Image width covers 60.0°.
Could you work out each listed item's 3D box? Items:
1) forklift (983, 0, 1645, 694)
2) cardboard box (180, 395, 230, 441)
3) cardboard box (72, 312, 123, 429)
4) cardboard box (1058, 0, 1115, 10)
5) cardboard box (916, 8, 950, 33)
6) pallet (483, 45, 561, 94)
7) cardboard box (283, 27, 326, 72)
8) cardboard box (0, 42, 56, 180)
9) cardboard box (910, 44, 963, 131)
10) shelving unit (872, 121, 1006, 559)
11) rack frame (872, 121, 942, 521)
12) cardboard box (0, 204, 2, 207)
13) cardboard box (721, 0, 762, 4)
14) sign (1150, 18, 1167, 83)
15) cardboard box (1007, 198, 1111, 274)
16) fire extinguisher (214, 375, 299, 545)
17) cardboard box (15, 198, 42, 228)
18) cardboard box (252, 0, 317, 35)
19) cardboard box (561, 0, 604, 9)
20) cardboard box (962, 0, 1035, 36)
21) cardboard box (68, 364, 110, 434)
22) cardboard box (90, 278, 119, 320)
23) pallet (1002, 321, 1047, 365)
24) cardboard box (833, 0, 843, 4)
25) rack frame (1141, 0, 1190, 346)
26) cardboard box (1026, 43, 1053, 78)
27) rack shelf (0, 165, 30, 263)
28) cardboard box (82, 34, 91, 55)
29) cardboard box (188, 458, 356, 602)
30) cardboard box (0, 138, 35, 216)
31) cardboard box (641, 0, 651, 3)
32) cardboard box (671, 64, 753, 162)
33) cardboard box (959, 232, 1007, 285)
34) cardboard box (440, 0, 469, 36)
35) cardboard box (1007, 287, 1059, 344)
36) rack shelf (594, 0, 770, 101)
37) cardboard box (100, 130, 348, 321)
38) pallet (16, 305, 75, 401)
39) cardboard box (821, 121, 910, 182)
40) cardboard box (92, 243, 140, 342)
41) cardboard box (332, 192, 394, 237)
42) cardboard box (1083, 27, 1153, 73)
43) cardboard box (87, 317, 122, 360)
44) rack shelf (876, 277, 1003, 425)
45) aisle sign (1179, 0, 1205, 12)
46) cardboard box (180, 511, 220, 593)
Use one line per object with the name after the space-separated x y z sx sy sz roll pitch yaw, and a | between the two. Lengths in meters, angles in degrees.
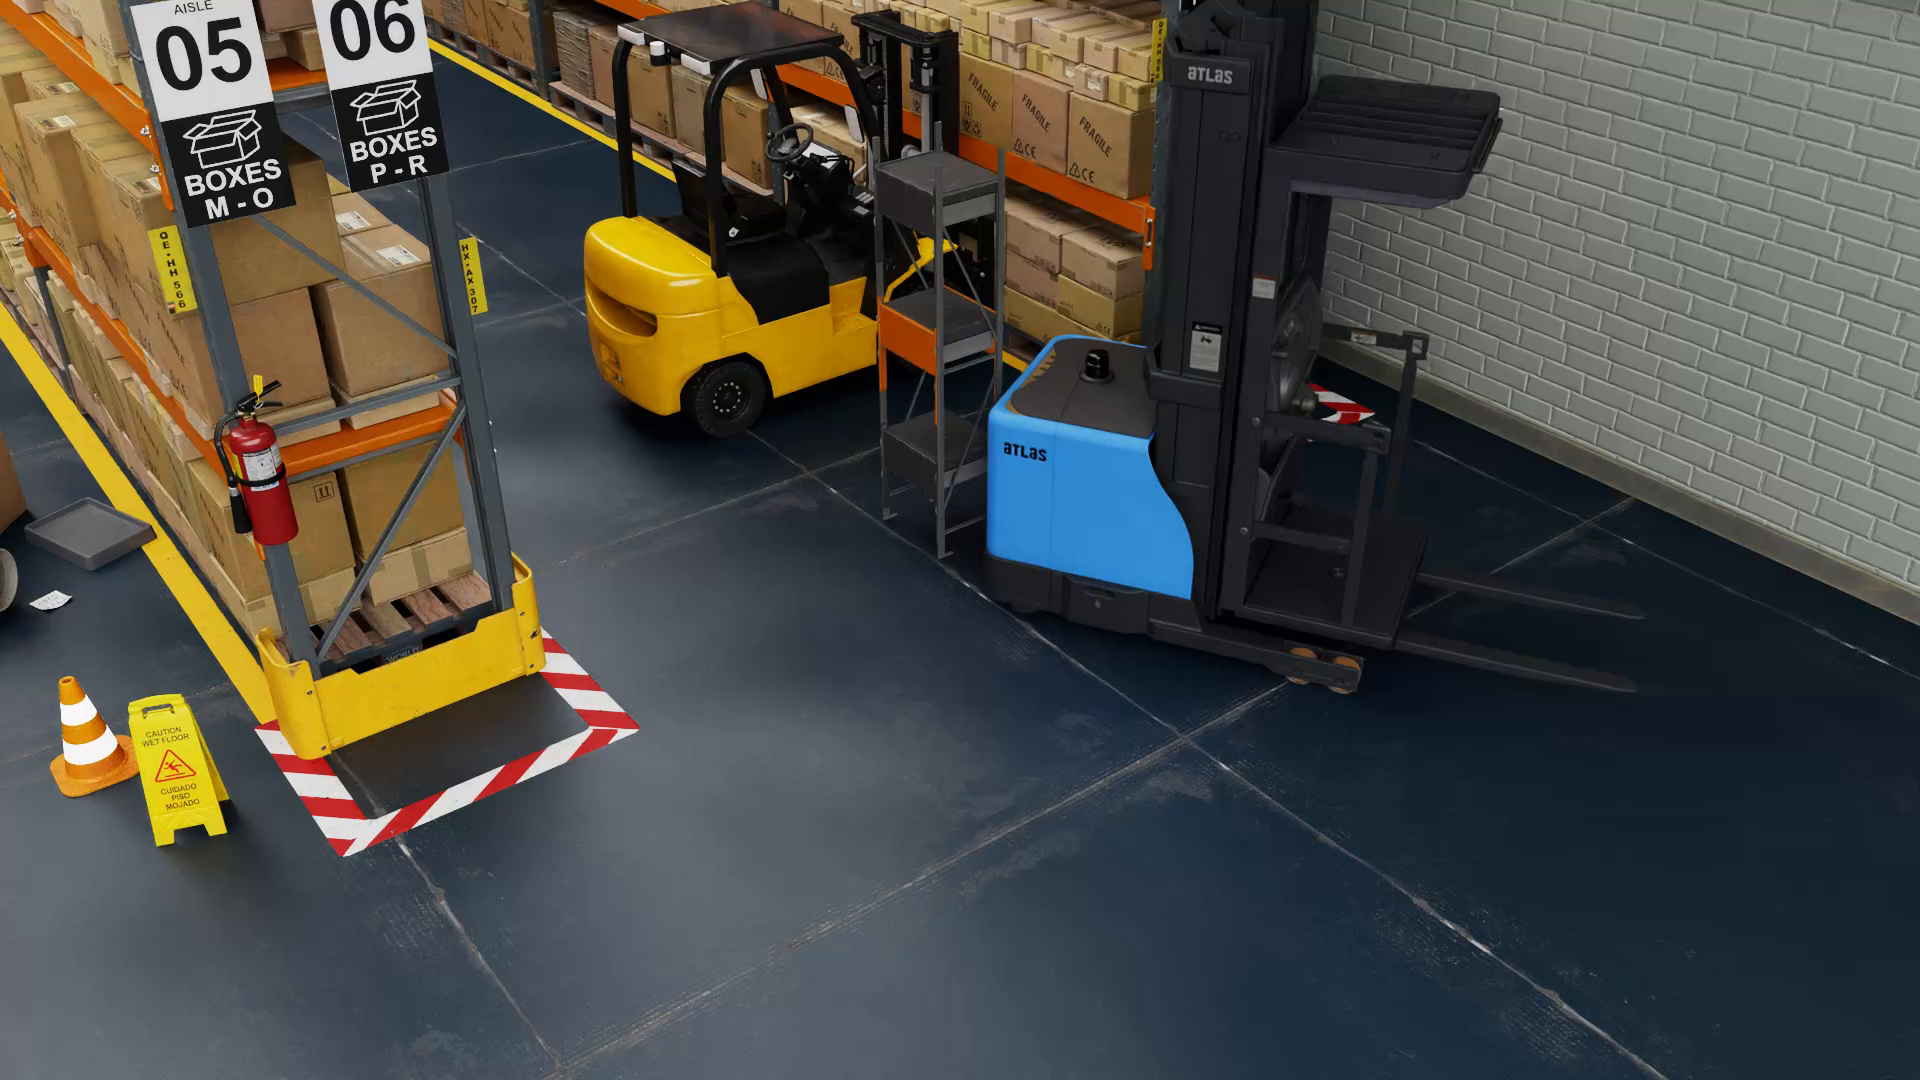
1.683 -0.861 7.359 3.031 2.935 1.130 12 34 19 | forklift
-3.079 -0.584 7.086 0.380 0.149 0.250 -23 38 -32 | cardboard box
-4.405 -0.978 8.979 0.500 0.500 0.500 -21 37 -30 | cardboard box
0.815 -3.231 10.118 0.380 0.149 0.250 -21 38 -30 | cardboard box
-0.052 -3.259 10.444 0.380 0.149 0.250 -23 39 -32 | cardboard box
-3.853 -4.615 15.981 1.003 0.211 1.213 -22 38 -31 | pallet
-2.385 -1.946 6.435 0.380 0.149 0.250 -22 38 -31 | cardboard box
-4.210 -2.104 7.970 0.700 0.500 0.500 -23 39 -32 | cardboard box
0.029 -2.944 10.552 0.500 0.500 0.500 -22 38 -31 | cardboard box
-0.101 -0.961 8.307 0.431 2.100 0.503 -22 38 -31 | shelving unit
-0.251 -1.063 8.471 0.400 2.100 0.015 -22 38 -31 | rack frame
-6.546 -2.387 11.844 0.950 0.372 0.625 -23 39 -32 | cardboard box
-1.475 -4.080 12.144 0.500 0.250 0.500 -23 39 -32 | cardboard box
1.044 -2.565 8.715 0.100 0.325 0.005 -22 38 -31 | sign
0.634 -1.879 10.193 0.500 0.250 0.500 -22 38 -31 | cardboard box
-2.732 -0.305 6.472 0.296 0.674 0.183 -22 38 -31 | fire extinguisher
-4.951 -1.860 9.140 0.380 0.149 0.250 -22 38 -32 | cardboard box
-2.536 -2.167 6.414 0.500 0.250 0.500 -23 39 -32 | cardboard box
-3.462 -4.859 15.702 0.500 0.500 0.500 -21 37 -30 | cardboard box
0.233 -3.167 10.015 0.380 0.149 0.250 -21 38 -30 | cardboard box
-4.742 -0.879 9.530 0.500 0.250 0.500 -24 39 -33 | cardboard box
-3.997 -1.228 8.122 0.380 0.149 0.250 -22 38 -32 | cardboard box
0.979 -1.263 10.583 1.003 0.211 1.213 -22 38 -31 | pallet
-0.643 -3.702 11.159 0.380 0.149 0.250 -22 38 -31 | cardboard box
1.481 -2.142 9.356 1.000 3.000 0.127 -22 38 -31 | rack frame
0.613 -2.846 9.780 0.380 0.149 0.250 -23 38 -32 | cardboard box
-6.117 -2.730 10.984 1.077 0.370 4.000 -22 38 -31 | rack shelf
-3.192 -1.975 6.483 0.380 0.149 0.250 -21 38 -30 | cardboard box
-3.135 -0.113 7.587 0.500 0.500 0.500 -22 38 -31 | cardboard box
-4.841 -2.097 8.907 0.500 0.500 0.500 -22 38 -32 | cardboard box
-2.403 -4.508 13.308 0.500 0.250 0.500 -21 37 -30 | cardboard box
-1.771 -3.519 13.425 0.875 0.625 0.625 -23 38 -32 | cardboard box
0.303 -1.888 10.680 0.500 0.250 0.500 -23 39 -32 | cardboard box
-4.809 -5.339 16.475 0.500 0.500 0.500 -24 39 -33 | cardboard box
0.646 -1.457 10.460 0.500 0.250 0.500 -22 38 -31 | cardboard box
-2.199 -4.337 13.572 1.077 0.370 4.000 -22 38 -31 | rack shelf
-2.924 -1.271 6.629 0.700 0.500 0.500 -23 39 -33 | cardboard box
-5.369 -1.341 10.710 1.003 0.211 1.213 -22 38 -31 | pallet
-0.618 -2.725 11.555 0.500 0.250 0.500 -22 38 -31 | cardboard box
-3.596 -1.261 7.560 0.500 0.500 0.500 -22 38 -32 | cardboard box
-2.829 -1.206 7.472 0.500 0.500 0.500 -21 38 -30 | cardboard box
0.919 -2.761 9.360 0.380 0.149 0.250 -22 38 -31 | cardboard box
-4.229 -1.077 8.523 0.380 0.149 0.250 -20 37 -29 | cardboard box
-0.101 -0.949 8.314 0.431 0.518 0.480 -22 38 -31 | rack shelf
1.289 -3.124 8.473 0.394 0.787 0.004 -22 38 -31 | aisle sign
-3.458 -0.013 8.137 0.500 0.250 0.500 -22 38 -31 | cardboard box
